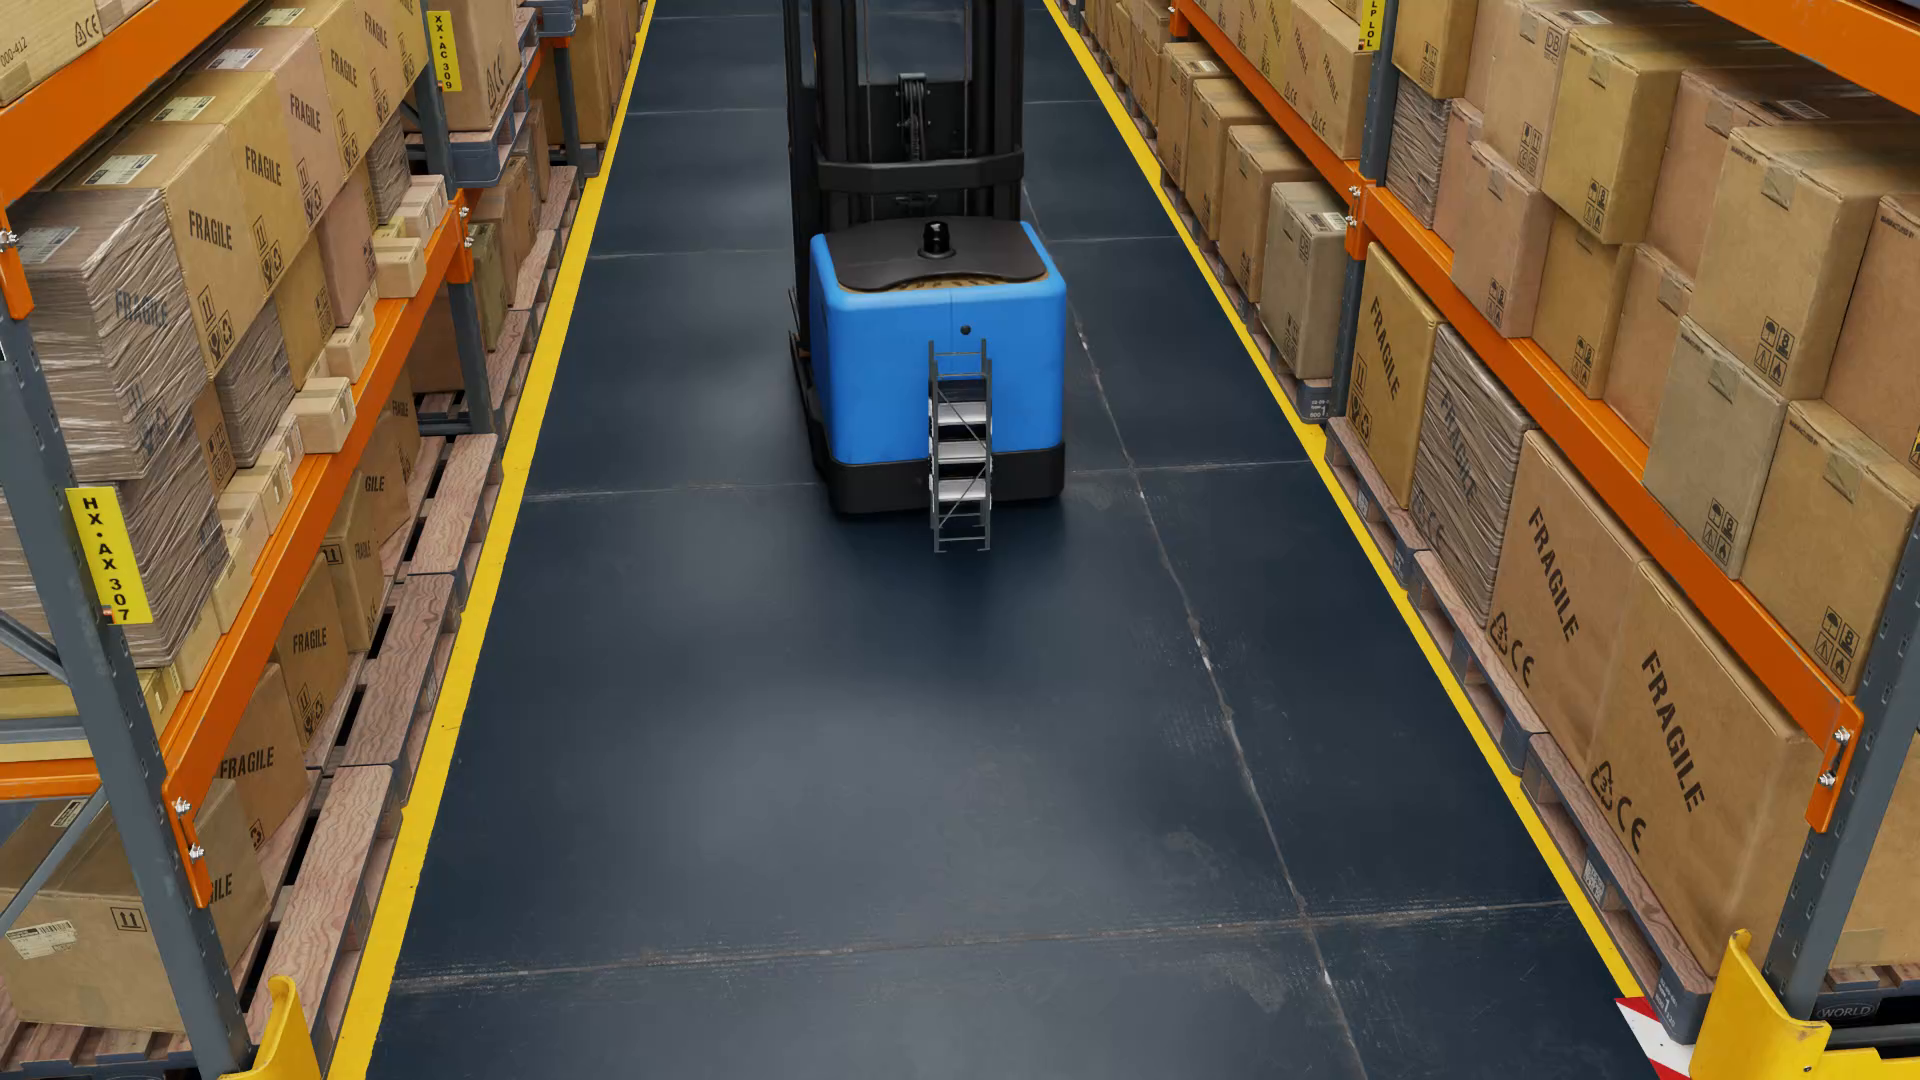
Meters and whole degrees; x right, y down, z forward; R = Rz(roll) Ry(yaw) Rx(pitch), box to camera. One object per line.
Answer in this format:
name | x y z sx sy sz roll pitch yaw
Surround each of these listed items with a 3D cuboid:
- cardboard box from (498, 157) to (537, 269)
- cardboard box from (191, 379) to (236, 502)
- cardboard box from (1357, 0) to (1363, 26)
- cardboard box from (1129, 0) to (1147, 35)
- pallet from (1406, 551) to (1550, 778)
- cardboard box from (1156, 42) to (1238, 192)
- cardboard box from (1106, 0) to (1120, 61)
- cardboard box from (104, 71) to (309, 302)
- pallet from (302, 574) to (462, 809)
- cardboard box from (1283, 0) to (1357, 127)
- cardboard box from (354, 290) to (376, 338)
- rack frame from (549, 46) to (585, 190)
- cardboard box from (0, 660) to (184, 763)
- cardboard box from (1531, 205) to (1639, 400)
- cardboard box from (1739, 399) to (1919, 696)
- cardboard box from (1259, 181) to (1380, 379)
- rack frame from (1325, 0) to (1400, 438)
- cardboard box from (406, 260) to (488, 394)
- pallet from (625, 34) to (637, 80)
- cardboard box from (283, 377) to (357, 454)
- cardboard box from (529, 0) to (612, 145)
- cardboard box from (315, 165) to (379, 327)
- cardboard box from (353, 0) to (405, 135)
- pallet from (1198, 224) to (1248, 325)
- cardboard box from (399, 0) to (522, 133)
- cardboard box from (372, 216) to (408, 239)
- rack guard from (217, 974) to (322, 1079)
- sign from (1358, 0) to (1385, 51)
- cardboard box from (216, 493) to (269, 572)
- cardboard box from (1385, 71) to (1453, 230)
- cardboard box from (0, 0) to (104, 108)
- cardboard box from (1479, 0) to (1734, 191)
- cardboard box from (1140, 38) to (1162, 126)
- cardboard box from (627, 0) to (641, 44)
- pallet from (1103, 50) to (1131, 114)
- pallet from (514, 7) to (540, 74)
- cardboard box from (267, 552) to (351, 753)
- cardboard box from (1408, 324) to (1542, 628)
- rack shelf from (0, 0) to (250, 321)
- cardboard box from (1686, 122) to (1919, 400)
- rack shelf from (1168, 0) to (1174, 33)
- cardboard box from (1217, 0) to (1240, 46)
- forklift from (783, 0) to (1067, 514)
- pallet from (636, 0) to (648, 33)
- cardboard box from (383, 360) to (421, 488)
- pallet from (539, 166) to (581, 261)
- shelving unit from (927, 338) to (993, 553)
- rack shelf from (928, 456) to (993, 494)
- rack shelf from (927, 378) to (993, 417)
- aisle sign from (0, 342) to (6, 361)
cardboard box | -2.832 -1.854 9.437 0.700 0.500 0.500 0 31 0
cardboard box | -2.482 -0.269 4.387 0.875 0.500 0.500 -3 31 -5
cardboard box | 2.230 -2.520 7.472 0.700 0.500 0.500 -3 31 -5
cardboard box | 1.525 -3.860 12.084 0.500 0.250 0.500 -2 31 -4
pallet | 2.392 0.419 6.343 1.003 0.211 1.213 -3 31 -5
cardboard box | 1.876 -2.736 10.690 1.050 0.750 0.750 -3 31 -5
cardboard box | 1.453 -4.060 13.150 0.500 0.500 0.500 -2 31 -4
cardboard box | -2.160 -0.971 4.588 0.500 0.500 0.500 -3 31 -5
pallet | -2.450 0.554 6.117 1.003 0.211 1.213 -3 31 -5
cardboard box | 1.920 -2.349 8.161 0.500 0.500 0.500 -3 31 -5
cardboard box | -2.285 -0.765 5.850 0.380 0.149 0.250 -3 31 -5
rack frame | -3.039 -3.651 10.437 1.000 3.000 0.127 -3 31 -5
cardboard box | -2.081 0.384 3.926 0.380 0.149 0.250 -3 31 -5
cardboard box | 2.485 -0.845 5.593 0.875 0.550 0.500 -3 31 -5
cardboard box | 2.576 -0.004 4.186 0.875 0.550 0.550 -3 31 -5
cardboard box | 2.135 -1.322 8.322 1.050 0.750 0.750 -3 31 -5
rack frame | 2.282 -1.795 7.330 1.000 3.000 0.127 -3 31 -5
cardboard box | -2.702 -1.039 8.073 0.700 0.500 0.500 -5 31 -8
pallet | -3.266 -4.106 13.918 1.003 0.211 1.213 -3 31 -5
cardboard box | -2.125 -0.386 5.216 0.380 0.149 0.250 -3 31 -5
cardboard box | -3.083 -3.273 11.466 1.225 0.875 0.875 -4 31 -7
cardboard box | -2.526 -1.039 5.677 0.875 0.500 0.500 -3 31 -5
cardboard box | -2.302 -1.737 5.870 0.500 0.500 0.500 -3 31 -5
pallet | 2.018 -1.612 9.744 1.003 0.211 1.213 -3 31 -5
cardboard box | -2.600 -2.459 7.447 1.000 1.000 1.000 -3 31 -4
cardboard box | -2.375 -1.147 6.490 0.380 0.149 0.250 -3 31 -5
rack guard | -2.299 1.468 4.305 1.175 0.500 0.348 -3 31 -5
sign | 1.743 -2.227 7.001 0.100 0.325 0.005 -3 31 -5
cardboard box | -2.138 0.001 4.569 0.380 0.149 0.250 -3 31 -5
cardboard box | 2.329 -1.671 6.977 0.875 0.550 0.550 -3 31 -5
cardboard box | -2.080 -1.048 3.301 0.500 0.250 0.500 -2 31 -3
cardboard box | 2.363 -1.575 5.763 0.875 0.550 0.550 -3 31 -5
cardboard box | 1.587 -3.268 11.824 0.500 0.500 0.500 -3 31 -5
cardboard box | -3.333 -4.636 13.748 1.225 0.875 0.875 -3 31 -4
pallet | 1.726 -3.660 13.172 1.003 0.211 1.213 -3 31 -5
pallet | -2.814 -2.560 8.798 1.003 0.211 1.213 -3 31 -5
cardboard box | -2.463 0.383 5.713 0.500 0.500 0.500 0 31 0
cardboard box | 2.359 -0.279 6.454 0.875 0.875 0.875 -3 31 -4
rack shelf | -2.479 -1.567 4.724 1.077 0.370 4.000 -3 31 -5
cardboard box | 2.517 -0.748 4.378 0.875 0.550 0.550 -3 31 -5
rack shelf | 1.722 -4.549 12.643 1.077 0.370 4.000 -3 31 -5
cardboard box | 1.779 -3.121 9.452 0.500 0.500 0.500 -3 31 -5
forklift | -0.295 -2.115 7.932 1.130 2.935 3.031 -5 31 -9
pallet | -3.406 -4.888 15.228 1.003 0.211 1.213 -3 31 -5
cardboard box | -2.668 -0.510 7.207 0.500 0.500 0.500 -4 31 -6
pallet | -2.968 -2.055 10.484 1.003 0.211 1.213 -3 31 -5
shelving unit | -0.001 -0.390 7.026 0.258 0.900 0.210 -3 31 -5
rack shelf | -0.001 -0.285 7.089 0.258 0.077 0.200 -3 31 -5
rack shelf | -0.001 -0.594 6.905 0.258 0.077 0.200 -3 31 -5
aisle sign | -1.987 -0.665 2.904 0.394 0.787 0.004 -3 31 -5
